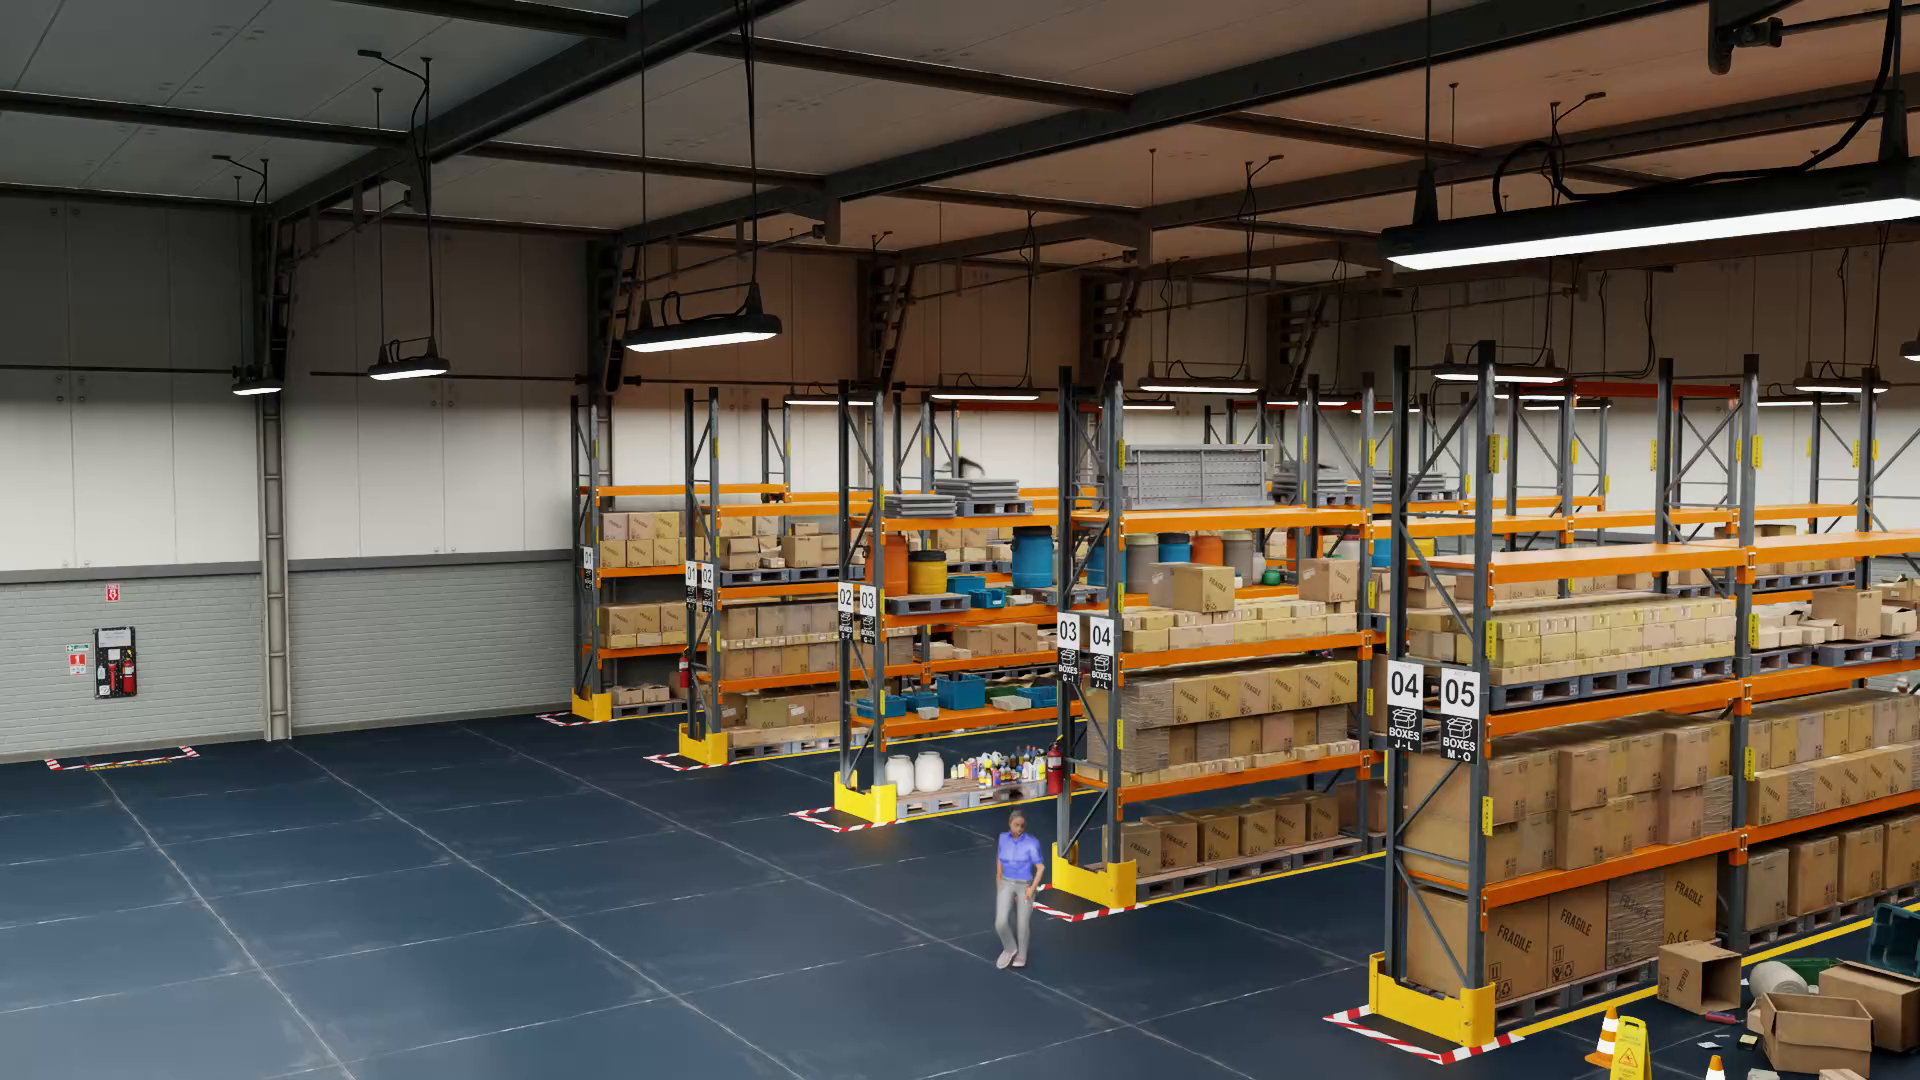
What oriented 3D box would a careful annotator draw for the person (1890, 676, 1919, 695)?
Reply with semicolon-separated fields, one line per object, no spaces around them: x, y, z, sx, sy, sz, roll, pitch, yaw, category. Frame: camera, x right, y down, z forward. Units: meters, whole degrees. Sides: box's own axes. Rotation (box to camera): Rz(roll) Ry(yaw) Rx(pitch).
14.856;2.850;25.946;0.873;1.497;0.647;-3;4;-39;person

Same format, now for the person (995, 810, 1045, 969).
0.557;3.382;16.061;0.562;1.599;0.787;1;4;14;person
